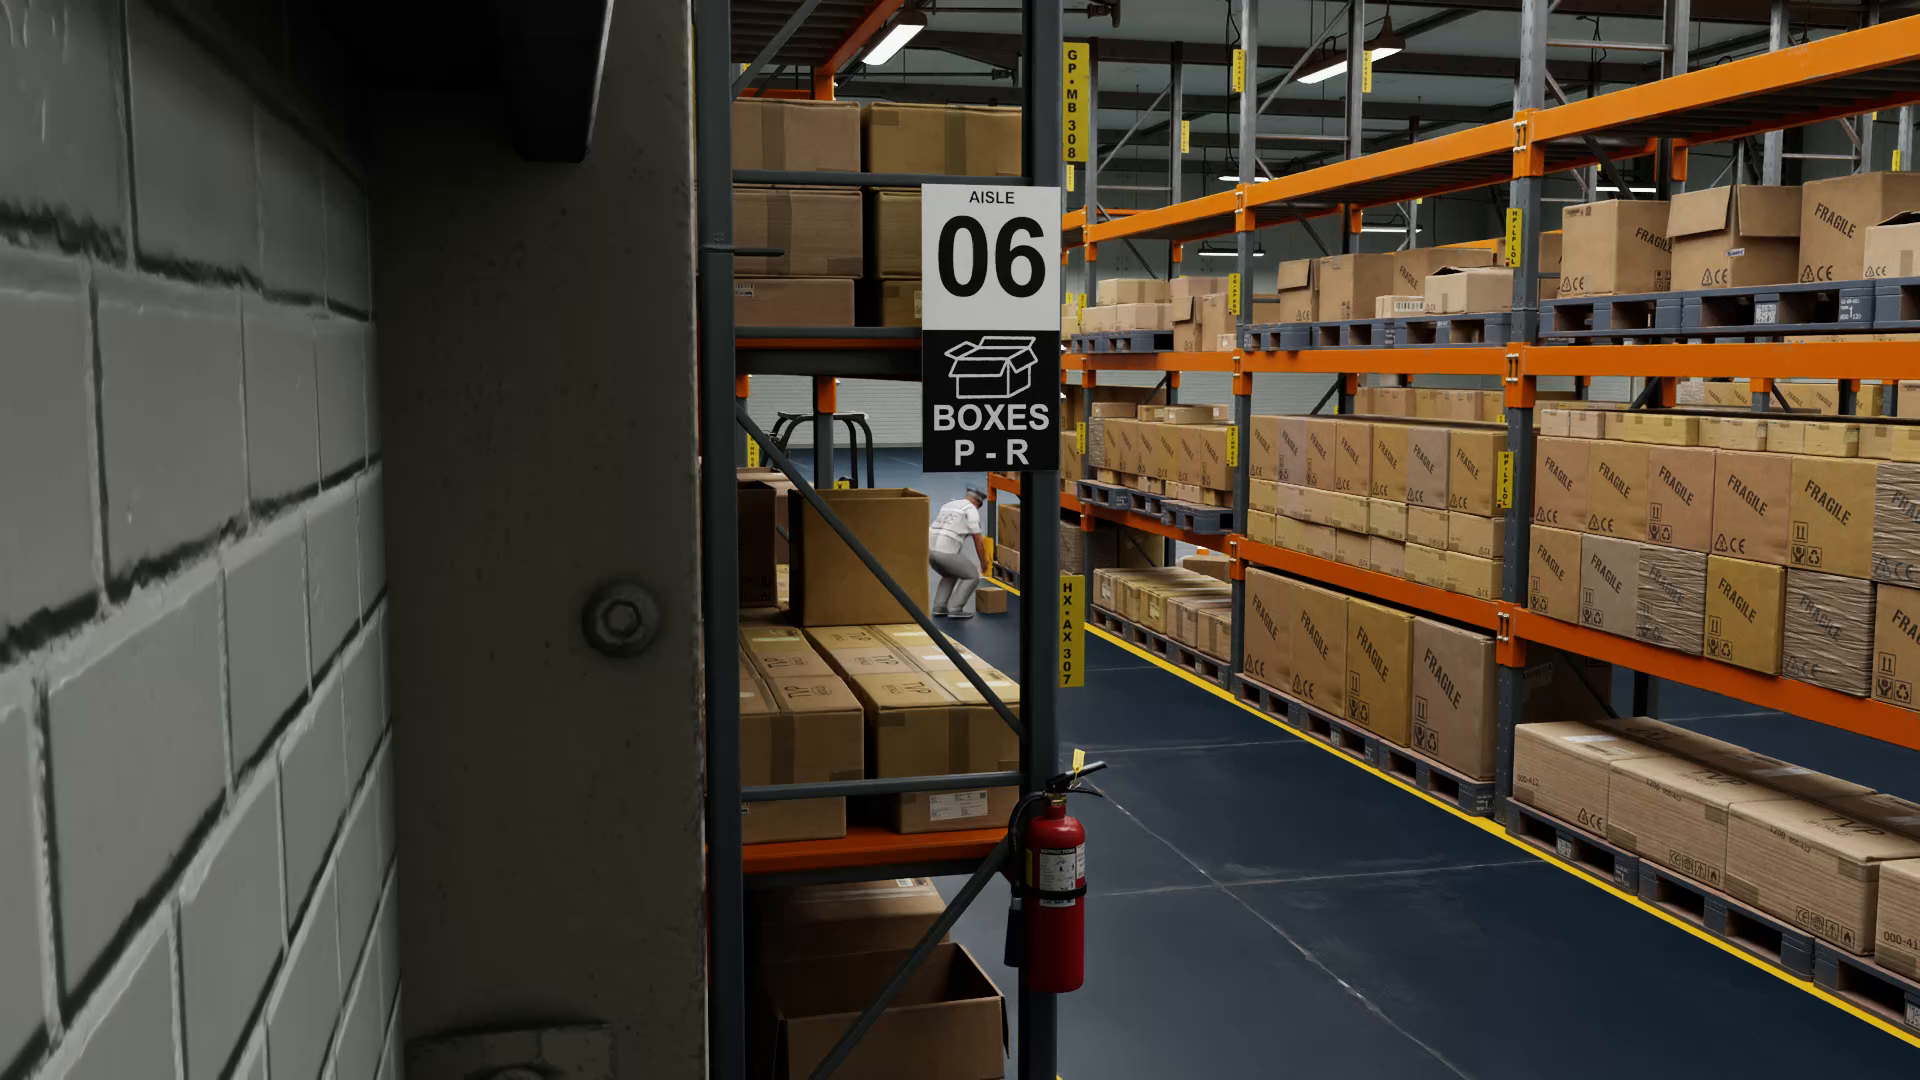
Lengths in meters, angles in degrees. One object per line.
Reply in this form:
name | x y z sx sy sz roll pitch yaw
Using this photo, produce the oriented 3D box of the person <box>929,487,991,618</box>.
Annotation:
person | -0.050 0.131 17.903 0.826 1.381 0.590 -5 8 -38
